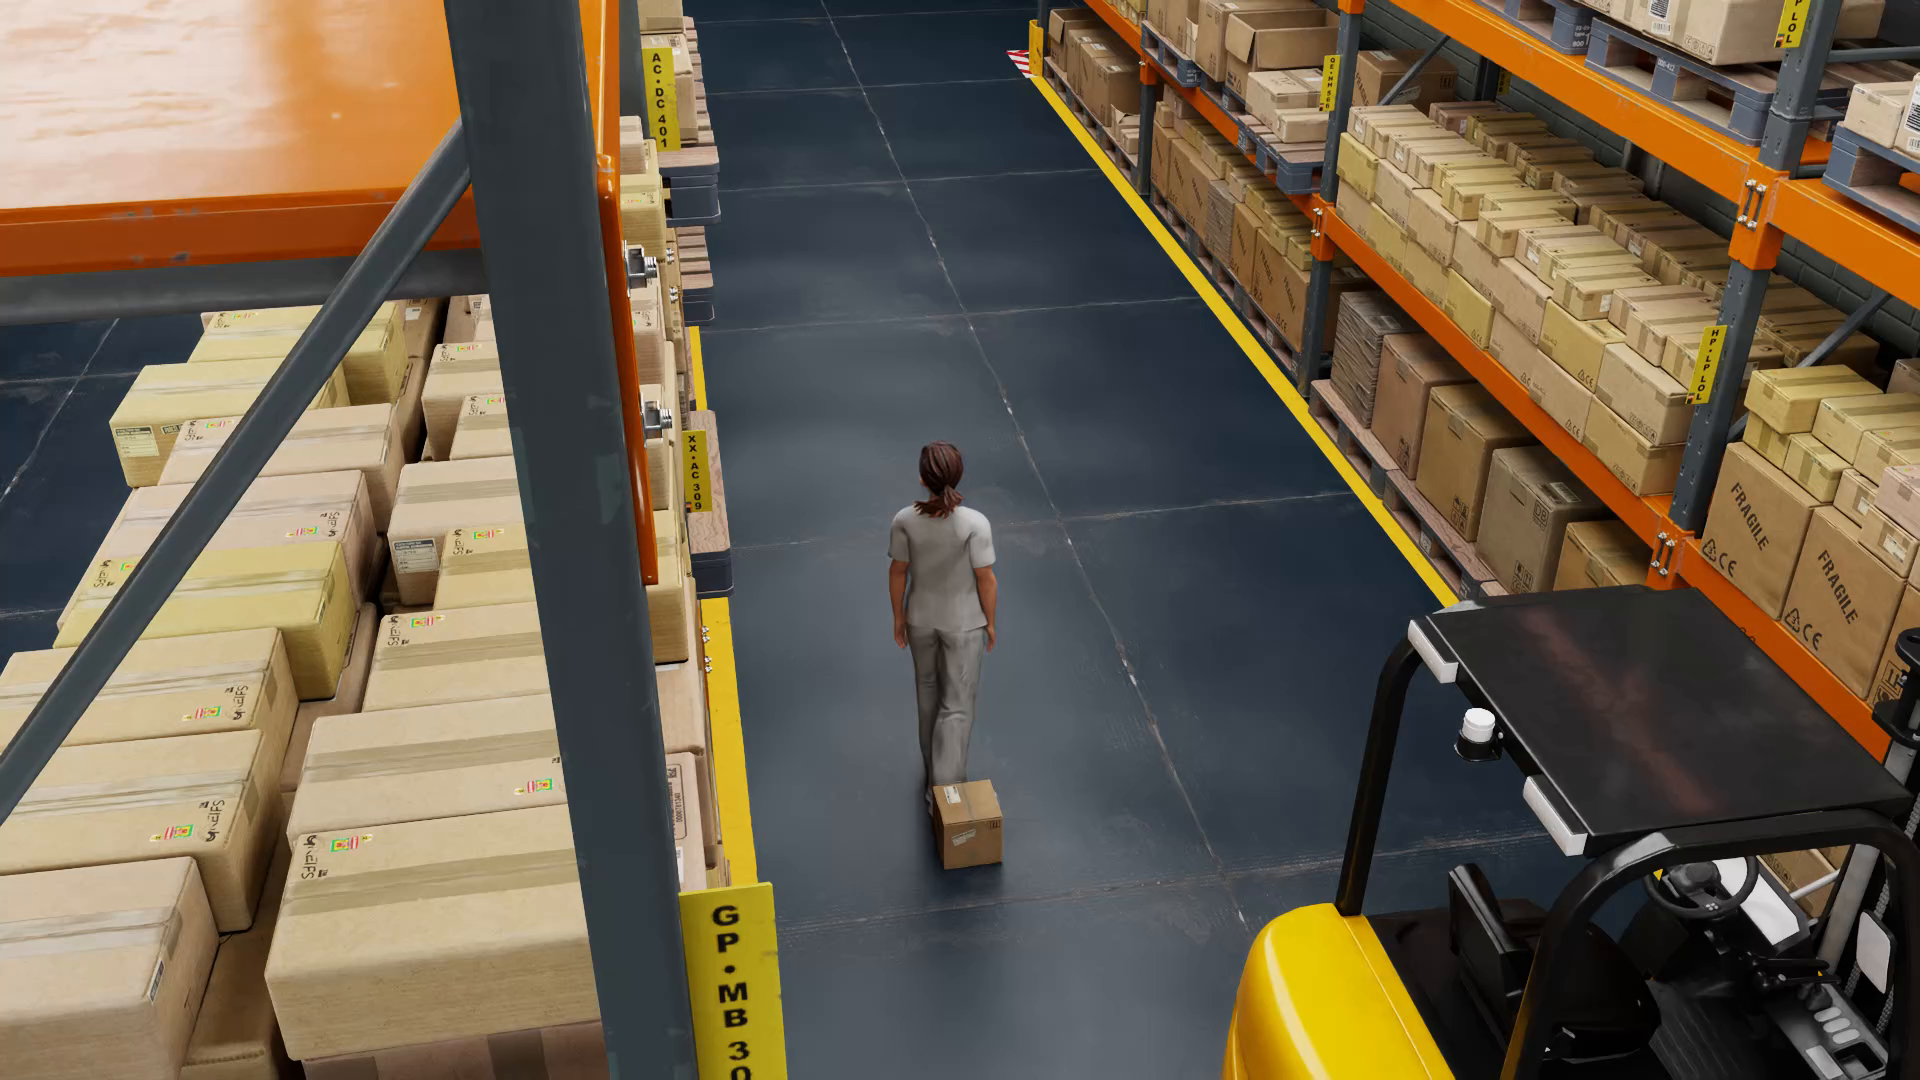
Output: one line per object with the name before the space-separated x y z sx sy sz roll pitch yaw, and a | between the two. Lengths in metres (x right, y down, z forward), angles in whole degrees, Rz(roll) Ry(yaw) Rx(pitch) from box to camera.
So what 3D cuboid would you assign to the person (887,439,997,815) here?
person | -0.067 0.368 7.021 0.478 1.666 0.568 10 32 16
